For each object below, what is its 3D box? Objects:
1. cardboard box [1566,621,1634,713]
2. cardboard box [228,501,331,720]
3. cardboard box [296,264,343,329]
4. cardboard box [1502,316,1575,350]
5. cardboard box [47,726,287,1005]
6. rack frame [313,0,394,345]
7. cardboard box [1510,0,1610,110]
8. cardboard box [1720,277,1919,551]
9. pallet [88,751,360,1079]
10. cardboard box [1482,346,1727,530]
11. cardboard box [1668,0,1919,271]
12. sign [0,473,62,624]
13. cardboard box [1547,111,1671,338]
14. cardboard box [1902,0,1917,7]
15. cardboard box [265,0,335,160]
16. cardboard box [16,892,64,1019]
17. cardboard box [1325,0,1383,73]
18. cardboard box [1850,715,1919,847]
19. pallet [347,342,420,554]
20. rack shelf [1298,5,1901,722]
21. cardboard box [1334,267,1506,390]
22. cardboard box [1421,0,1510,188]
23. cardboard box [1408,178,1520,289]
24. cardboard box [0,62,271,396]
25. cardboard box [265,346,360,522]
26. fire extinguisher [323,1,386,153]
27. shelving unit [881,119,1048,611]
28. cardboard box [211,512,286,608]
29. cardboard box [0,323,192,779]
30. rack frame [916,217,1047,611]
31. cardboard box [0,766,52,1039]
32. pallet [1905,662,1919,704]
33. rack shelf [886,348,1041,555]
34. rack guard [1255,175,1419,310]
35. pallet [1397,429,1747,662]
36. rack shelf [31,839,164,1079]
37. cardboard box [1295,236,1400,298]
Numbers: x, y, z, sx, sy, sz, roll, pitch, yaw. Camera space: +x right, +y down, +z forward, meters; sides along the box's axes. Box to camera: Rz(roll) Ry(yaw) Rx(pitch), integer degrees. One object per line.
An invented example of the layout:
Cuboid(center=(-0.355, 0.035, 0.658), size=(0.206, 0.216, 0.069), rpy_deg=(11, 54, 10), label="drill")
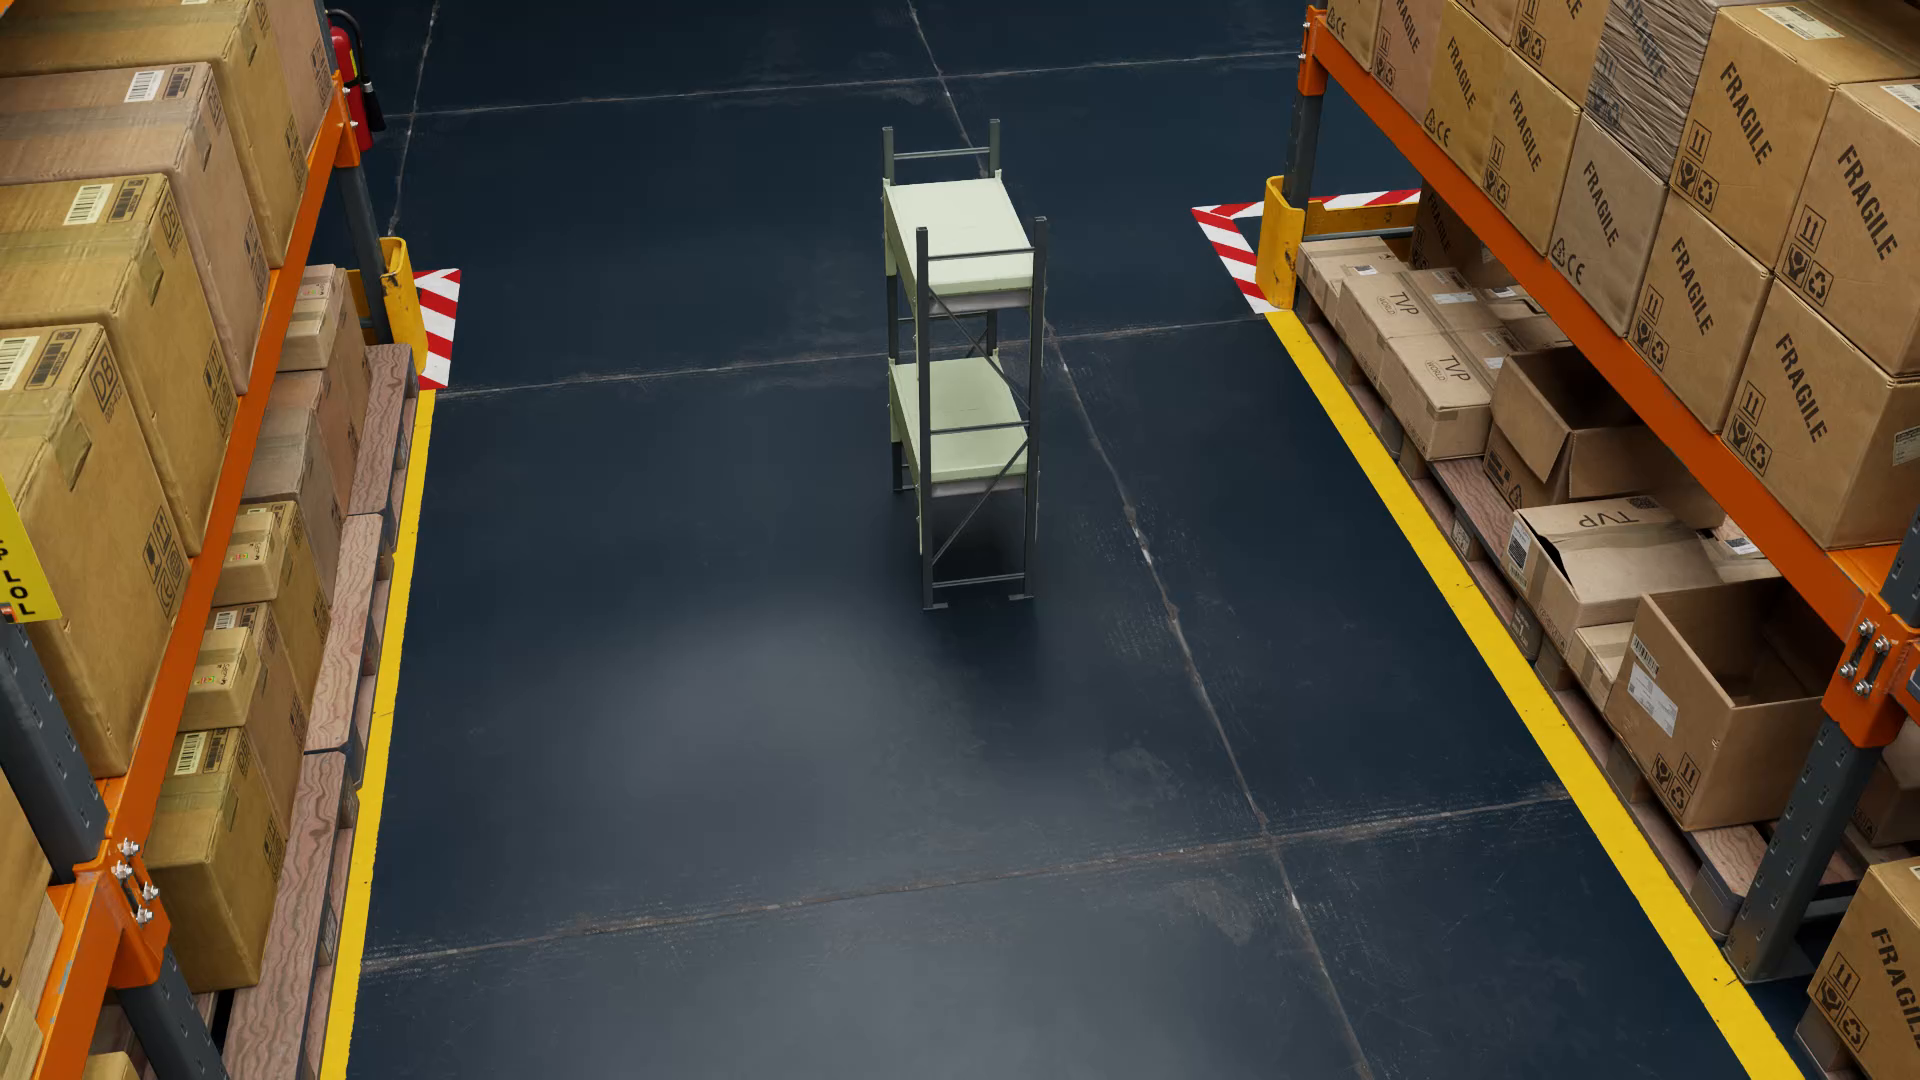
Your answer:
Cuboid(center=(2.166, 0.391, 5.267), size=(0.380, 0.149, 0.250), rpy_deg=(-6, 38, -8), label="cardboard box")
Cuboid(center=(-2.409, 0.252, 5.176), size=(0.700, 0.500, 0.500), rpy_deg=(-5, 38, -7), label="cardboard box")
Cuboid(center=(-2.485, -0.874, 6.096), size=(0.380, 0.149, 0.250), rpy_deg=(-7, 38, -8), label="cardboard box")
Cuboid(center=(2.443, -0.653, 6.528), size=(0.500, 0.250, 0.500), rpy_deg=(-6, 38, -8), label="cardboard box")
Cuboid(center=(-2.237, 0.866, 4.386), size=(0.700, 0.500, 0.500), rpy_deg=(-6, 38, -7), label="cardboard box")
Cuboid(center=(-2.908, -1.909, 6.262), size=(1.000, 3.000, 0.127), rpy_deg=(-6, 38, -8), label="rack frame")
Cuboid(center=(2.059, -1.657, 5.042), size=(0.500, 0.500, 0.500), rpy_deg=(-7, 38, -8), label="cardboard box")
Cuboid(center=(2.330, -0.342, 4.163), size=(0.500, 0.500, 0.500), rpy_deg=(-6, 38, -7), label="cardboard box")
Cuboid(center=(-2.263, 1.141, 4.610), size=(1.003, 0.211, 1.213), rpy_deg=(-6, 38, -8), label="pallet")
Cuboid(center=(2.335, -0.350, 5.932), size=(0.797, 0.503, 0.637), rpy_deg=(-6, 38, -8), label="cardboard box")
Cuboid(center=(2.234, -1.049, 4.259), size=(0.500, 0.500, 0.500), rpy_deg=(-7, 38, -9), label="cardboard box")
Cuboid(center=(-1.674, 0.017, 2.904), size=(0.100, 0.325, 0.005), rpy_deg=(-6, 38, -8), label="sign")
Cuboid(center=(2.146, -0.963, 4.963), size=(0.500, 0.500, 0.500), rpy_deg=(-5, 38, -7), label="cardboard box")
Cuboid(center=(2.684, -1.399, 4.709), size=(0.500, 0.500, 0.500), rpy_deg=(-7, 38, -9), label="cardboard box")
Cuboid(center=(-2.808, -1.720, 5.775), size=(0.980, 0.700, 0.700), rpy_deg=(-5, 38, -6), label="cardboard box")
Cuboid(center=(-1.868, 0.772, 2.999), size=(0.380, 0.149, 0.250), rpy_deg=(-6, 38, -8), label="cardboard box")
Cuboid(center=(1.787, -2.187, 6.538), size=(0.500, 0.500, 0.500), rpy_deg=(-5, 38, -7), label="cardboard box")
Cuboid(center=(2.809, 0.584, 4.887), size=(0.500, 0.311, 0.500), rpy_deg=(-6, 38, -8), label="cardboard box")
Cuboid(center=(-2.691, -0.333, 6.507), size=(1.003, 0.211, 1.213), rpy_deg=(-6, 38, -8), label="pallet")
Cuboid(center=(2.319, -0.952, 5.616), size=(1.077, 0.370, 4.000), rpy_deg=(-6, 38, -8), label="rack shelf")
Cuboid(center=(1.872, -0.871, 6.808), size=(0.500, 0.250, 0.500), rpy_deg=(-6, 38, -8), label="cardboard box")
Cuboid(center=(1.968, -1.572, 5.747), size=(0.500, 0.500, 0.500), rpy_deg=(-6, 38, -8), label="cardboard box")
Cuboid(center=(2.306, -1.328, 7.194), size=(0.500, 0.500, 0.500), rpy_deg=(-6, 38, -8), label="cardboard box")
Cuboid(center=(-2.545, -0.820, 4.617), size=(0.980, 0.700, 0.700), rpy_deg=(-8, 39, -10), label="cardboard box")
Cuboid(center=(-2.599, -0.373, 5.981), size=(0.700, 0.500, 0.500), rpy_deg=(-6, 38, -8), label="cardboard box")
Cuboid(center=(-2.480, -1.872, 6.581), size=(0.296, 0.674, 0.183), rpy_deg=(-6, 38, -8), label="fire extinguisher")
Cuboid(center=(0.001, -0.588, 5.785), size=(0.431, 1.500, 0.755), rpy_deg=(-6, 38, -8), label="shelving unit")
Cuboid(center=(-2.209, 0.068, 4.884), size=(0.380, 0.149, 0.250), rpy_deg=(-7, 38, -9), label="cardboard box")
Cuboid(center=(-2.286, 0.059, 3.484), size=(0.980, 0.700, 0.700), rpy_deg=(-6, 38, -7), label="cardboard box")
Cuboid(center=(0.065, -0.367, 5.500), size=(0.400, 1.500, 0.023), rpy_deg=(-6, 38, -8), label="rack frame")
Cuboid(center=(-1.877, 0.594, 2.700), size=(0.500, 0.500, 0.500), rpy_deg=(-7, 38, -9), label="cardboard box")
Cuboid(center=(2.702, 0.542, 3.263), size=(1.003, 0.211, 1.213), rpy_deg=(-6, 38, -8), label="pallet")
Cuboid(center=(0.001, -0.331, 5.985), size=(0.431, 0.370, 0.720), rpy_deg=(-6, 38, -8), label="rack shelf")
Cuboid(center=(1.982, -1.411, 7.658), size=(1.175, 0.500, 0.348), rpy_deg=(-6, 38, -8), label="rack guard")
Cuboid(center=(2.333, -0.080, 6.181), size=(1.003, 0.211, 1.213), rpy_deg=(-6, 38, -8), label="pallet")
Cuboid(center=(-1.856, 1.999, 1.818), size=(1.077, 0.370, 4.000), rpy_deg=(-6, 38, -8), label="rack shelf")
Cuboid(center=(1.704, -1.202, 7.317), size=(0.380, 0.149, 0.250), rpy_deg=(-6, 38, -8), label="cardboard box")
